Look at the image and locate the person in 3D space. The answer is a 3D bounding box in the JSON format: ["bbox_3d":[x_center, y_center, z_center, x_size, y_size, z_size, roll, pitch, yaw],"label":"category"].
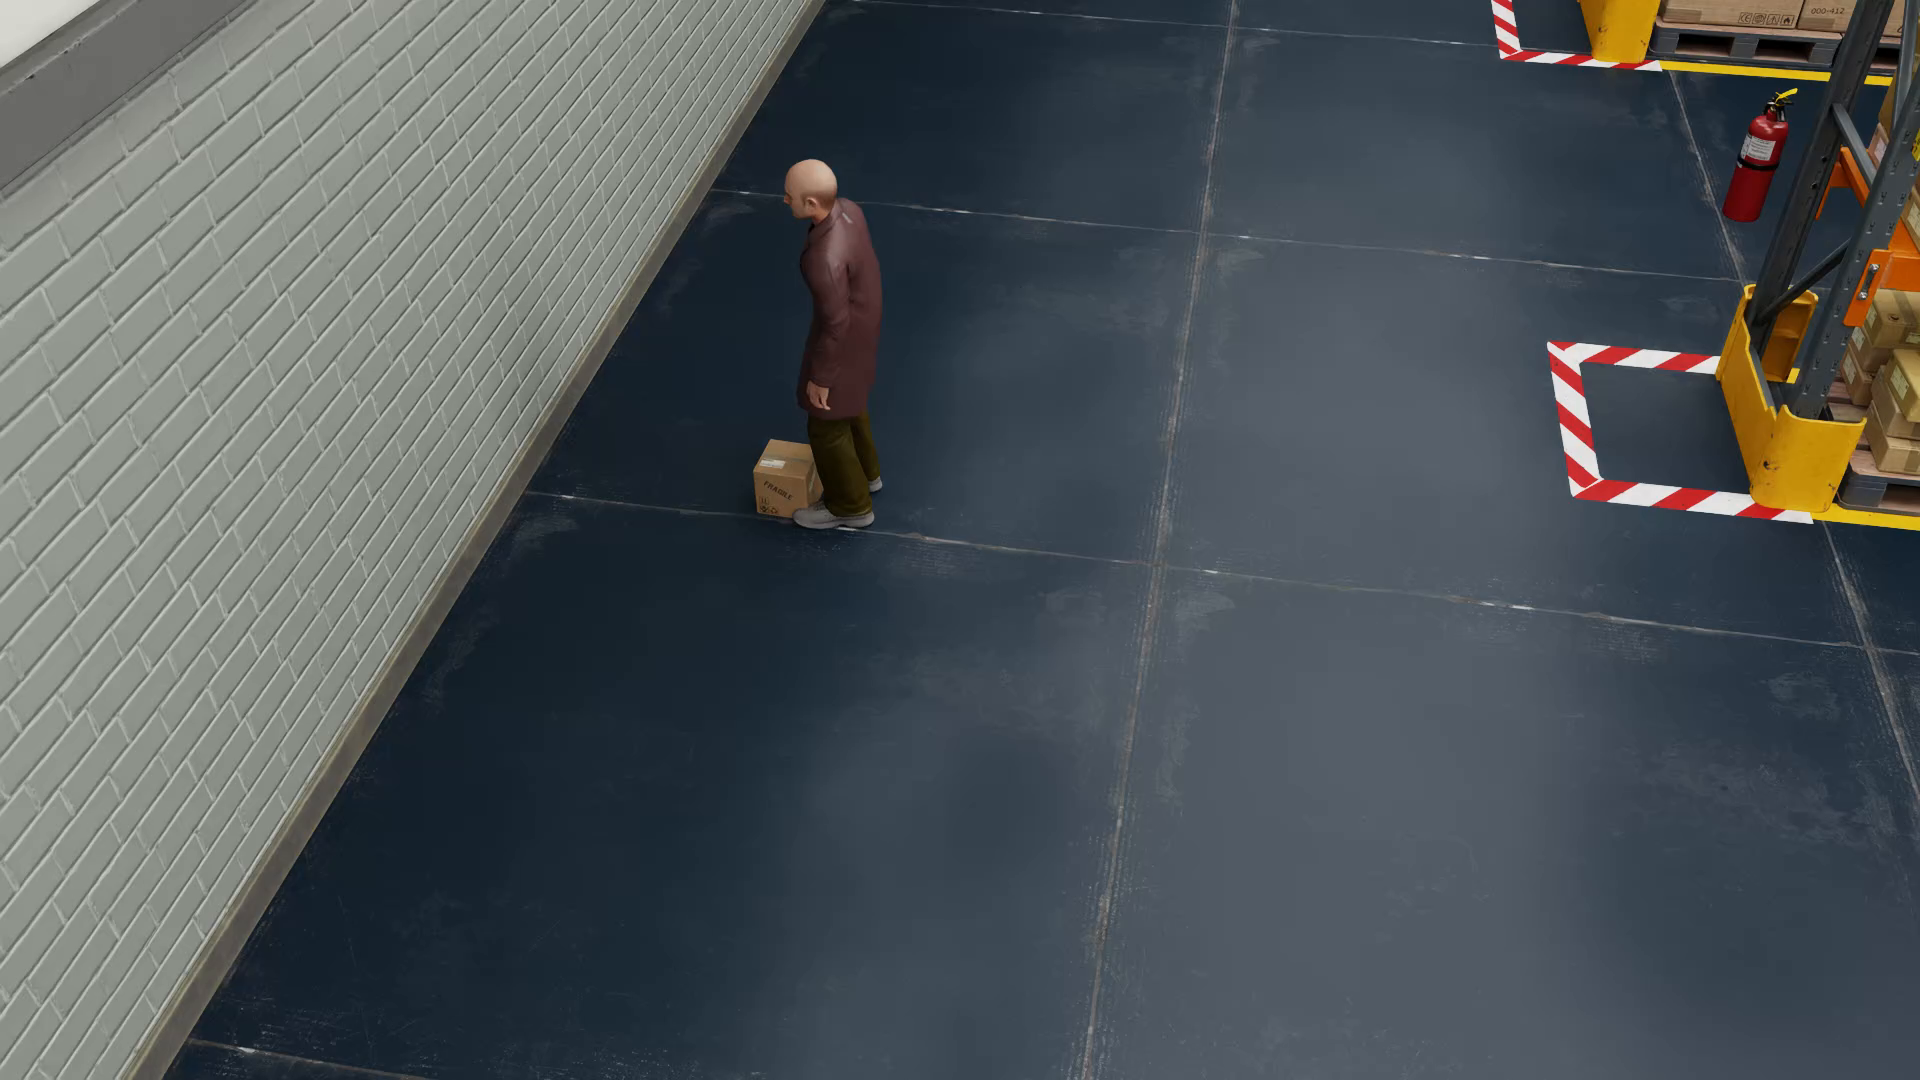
[{"bbox_3d":[-0.543,-0.827,7.155,0.427,1.773,0.652,4,40,5],"label":"person"}]
